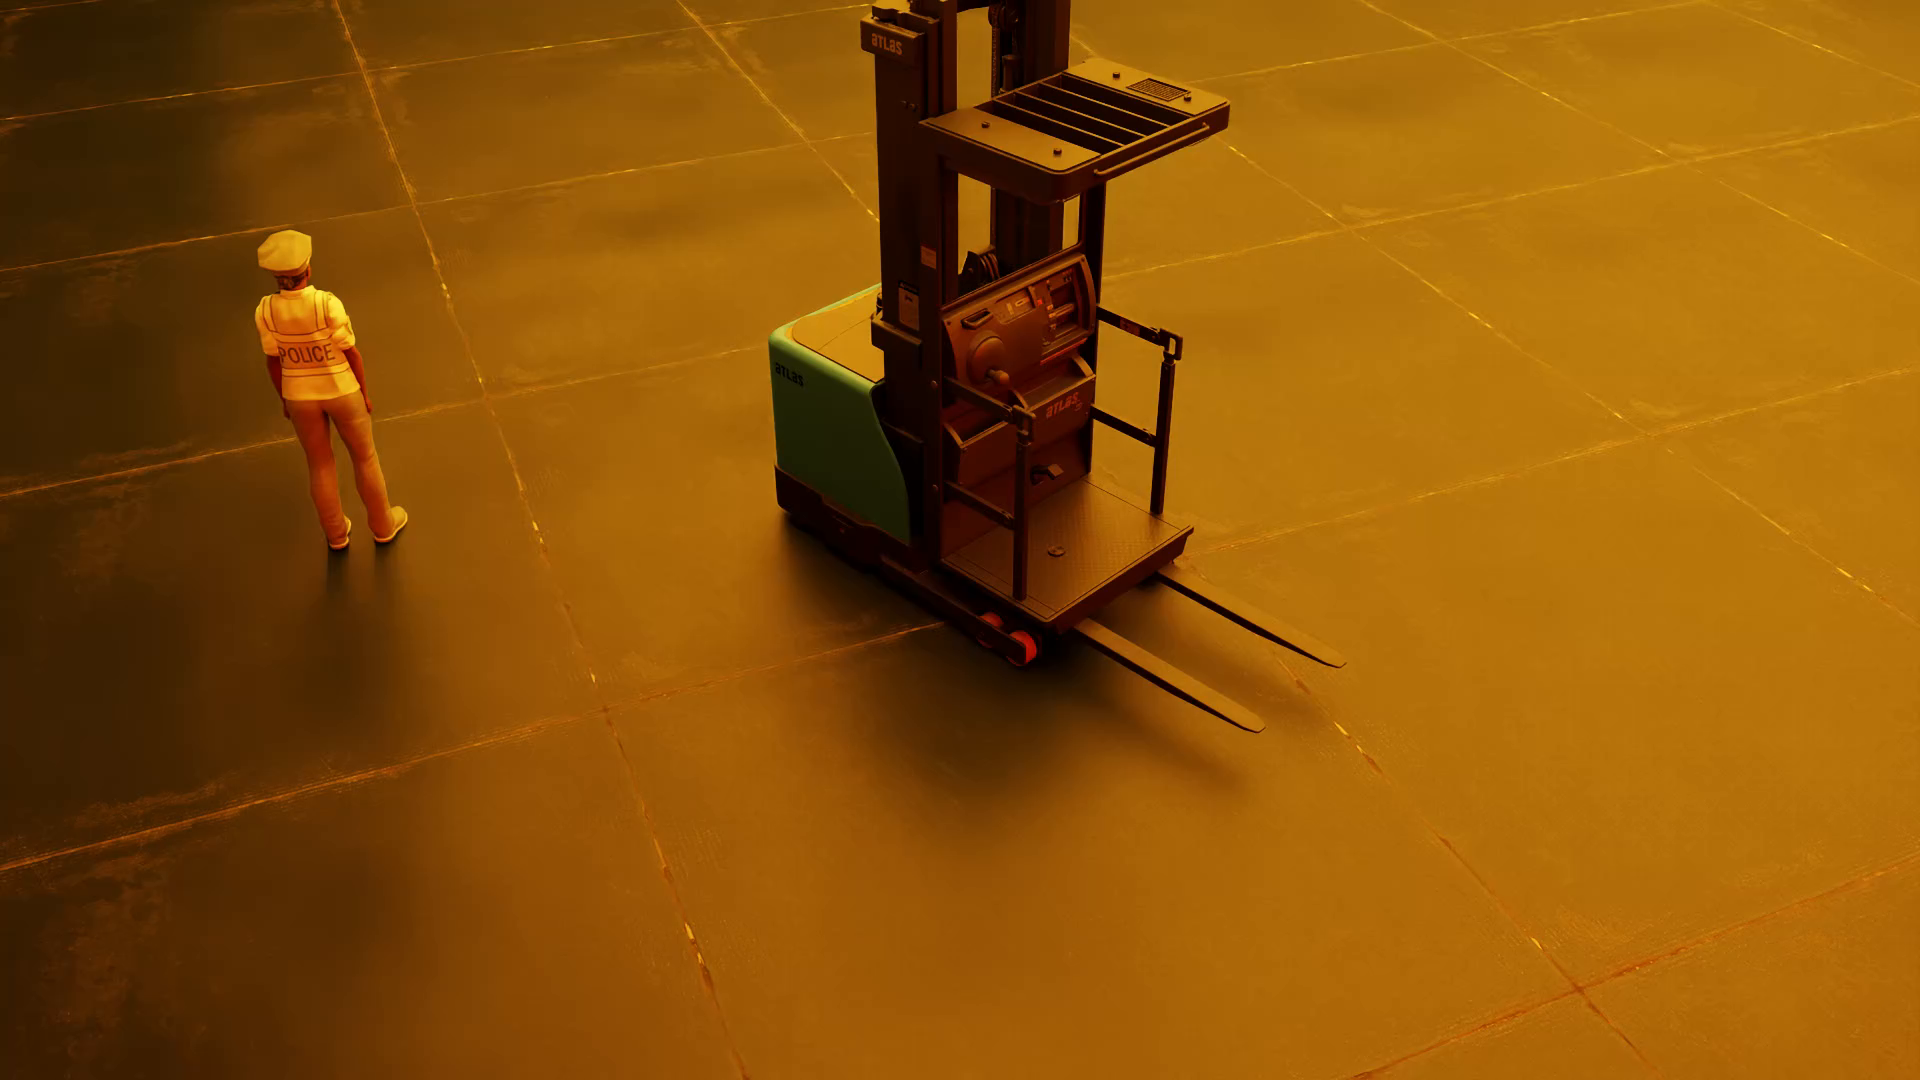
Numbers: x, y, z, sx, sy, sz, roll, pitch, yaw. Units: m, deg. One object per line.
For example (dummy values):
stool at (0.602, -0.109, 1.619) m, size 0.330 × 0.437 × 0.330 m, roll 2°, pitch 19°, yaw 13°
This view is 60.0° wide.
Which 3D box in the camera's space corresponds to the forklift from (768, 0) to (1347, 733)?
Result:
forklift at (0.432, -0.946, 7.429) m, size 3.031 × 2.935 × 1.130 m, roll 30°, pitch 45°, yaw 35°

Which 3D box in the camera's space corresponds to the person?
person at (-3.118, -0.718, 8.183) m, size 0.446 × 1.692 × 0.339 m, roll -5°, pitch 36°, yaw -7°
